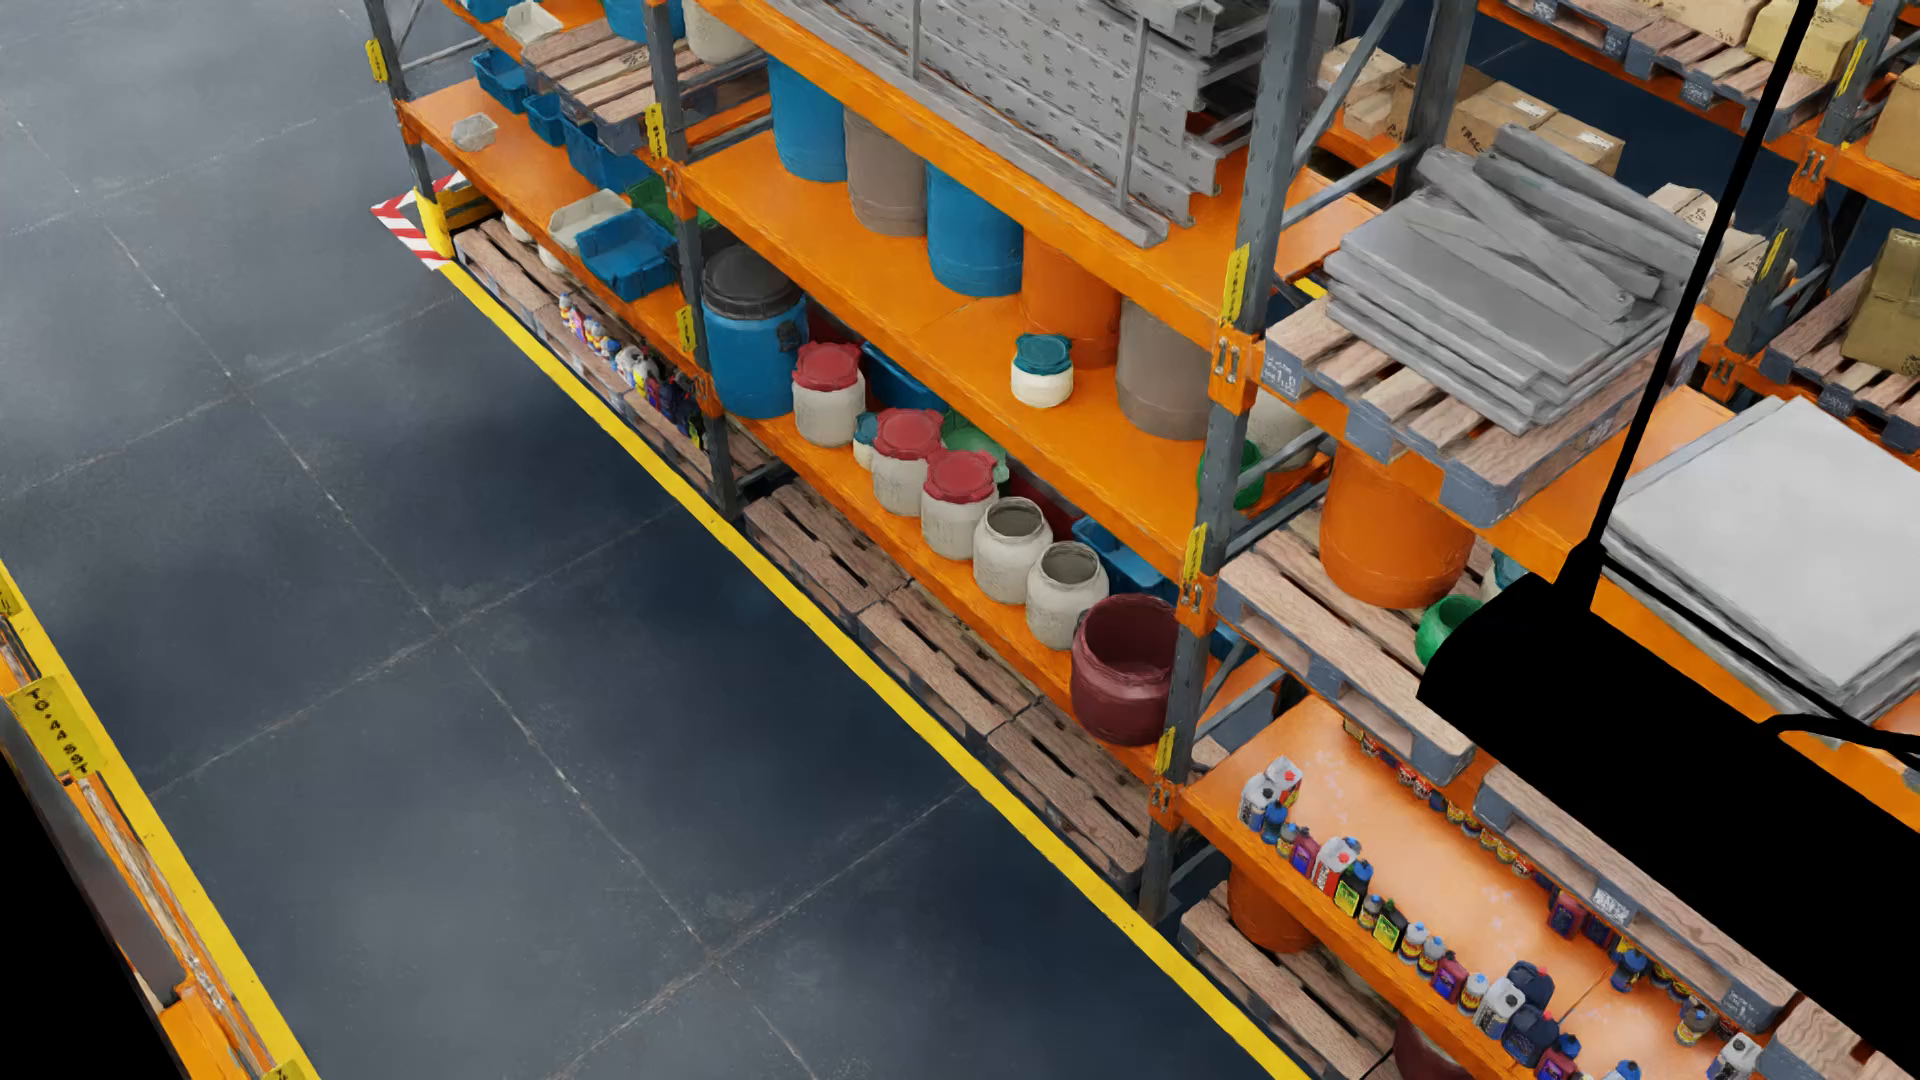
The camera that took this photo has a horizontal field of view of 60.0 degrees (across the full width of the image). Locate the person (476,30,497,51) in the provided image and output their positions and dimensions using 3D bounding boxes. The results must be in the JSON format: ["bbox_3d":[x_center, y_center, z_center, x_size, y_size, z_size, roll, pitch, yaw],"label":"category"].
[{"bbox_3d":[-4.172,-4.813,14.396,0.413,1.675,0.630,-12,48,-11],"label":"person"}]
